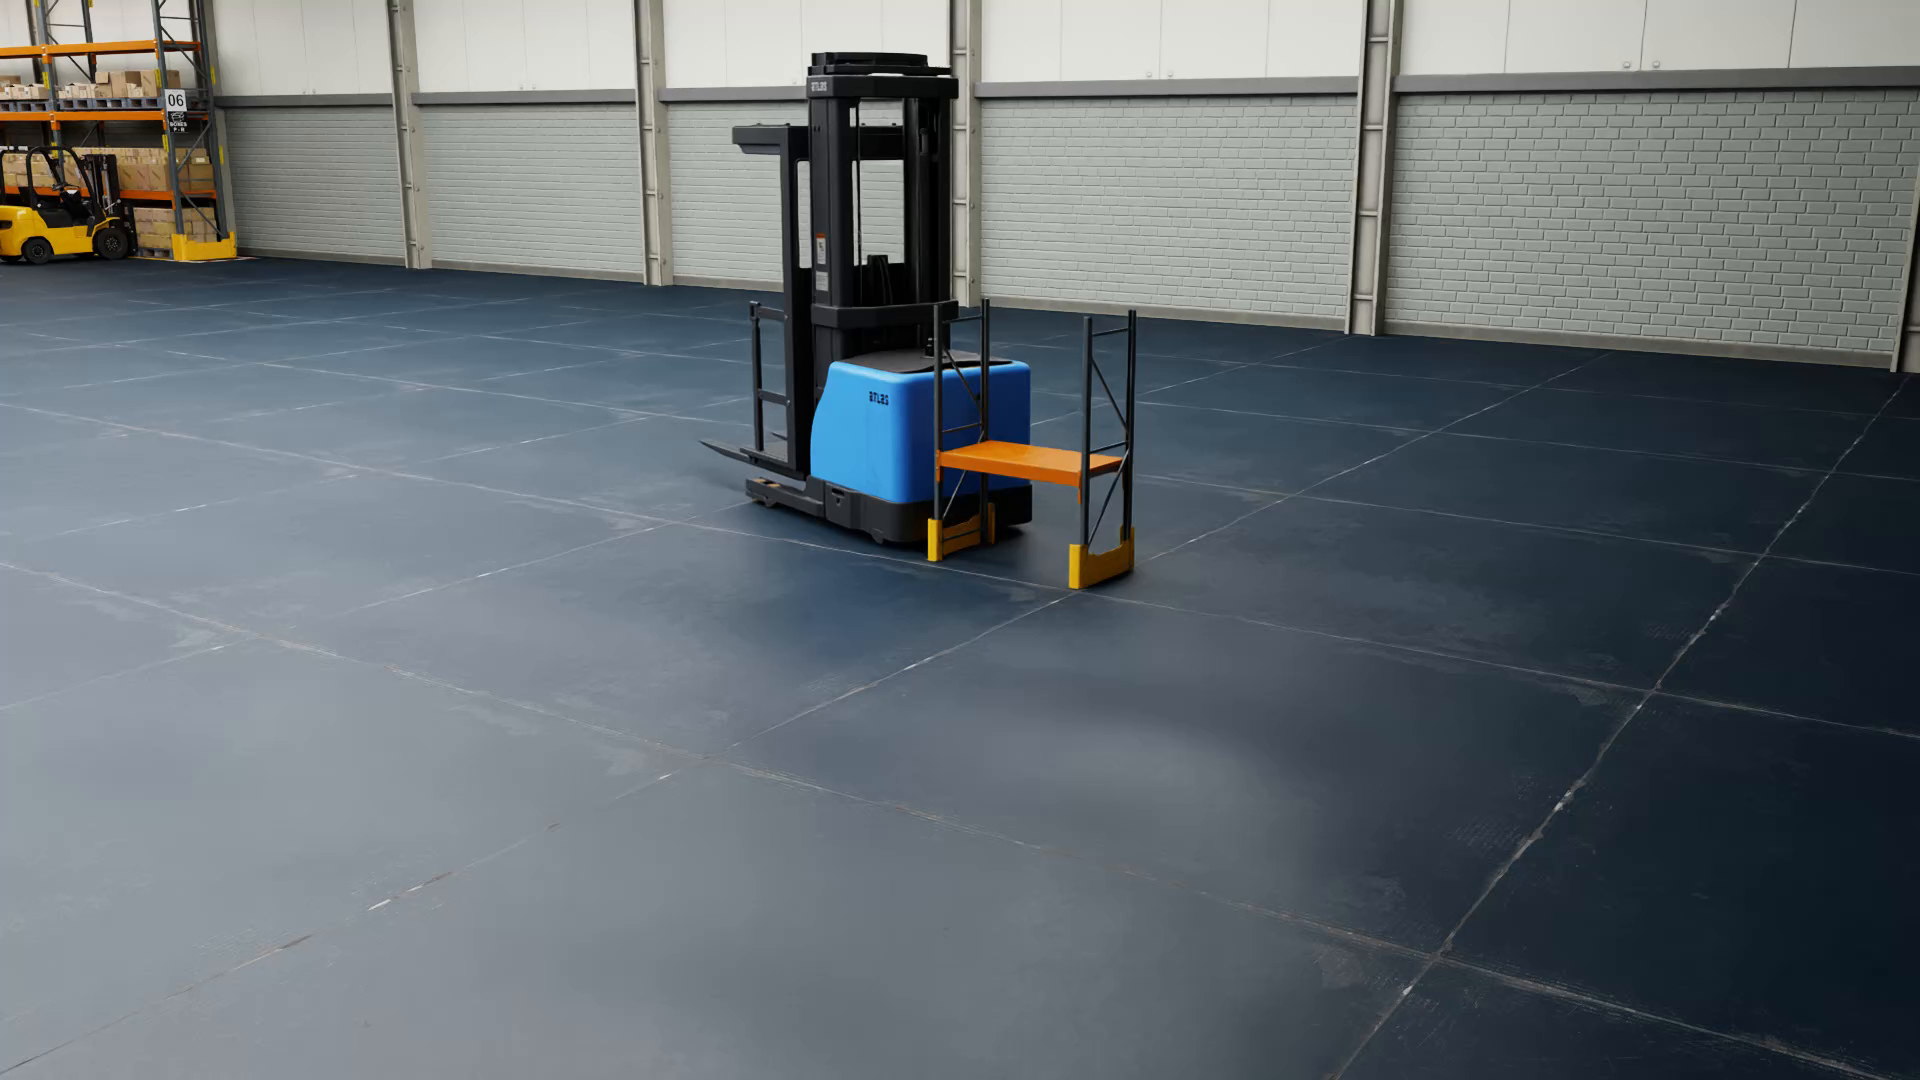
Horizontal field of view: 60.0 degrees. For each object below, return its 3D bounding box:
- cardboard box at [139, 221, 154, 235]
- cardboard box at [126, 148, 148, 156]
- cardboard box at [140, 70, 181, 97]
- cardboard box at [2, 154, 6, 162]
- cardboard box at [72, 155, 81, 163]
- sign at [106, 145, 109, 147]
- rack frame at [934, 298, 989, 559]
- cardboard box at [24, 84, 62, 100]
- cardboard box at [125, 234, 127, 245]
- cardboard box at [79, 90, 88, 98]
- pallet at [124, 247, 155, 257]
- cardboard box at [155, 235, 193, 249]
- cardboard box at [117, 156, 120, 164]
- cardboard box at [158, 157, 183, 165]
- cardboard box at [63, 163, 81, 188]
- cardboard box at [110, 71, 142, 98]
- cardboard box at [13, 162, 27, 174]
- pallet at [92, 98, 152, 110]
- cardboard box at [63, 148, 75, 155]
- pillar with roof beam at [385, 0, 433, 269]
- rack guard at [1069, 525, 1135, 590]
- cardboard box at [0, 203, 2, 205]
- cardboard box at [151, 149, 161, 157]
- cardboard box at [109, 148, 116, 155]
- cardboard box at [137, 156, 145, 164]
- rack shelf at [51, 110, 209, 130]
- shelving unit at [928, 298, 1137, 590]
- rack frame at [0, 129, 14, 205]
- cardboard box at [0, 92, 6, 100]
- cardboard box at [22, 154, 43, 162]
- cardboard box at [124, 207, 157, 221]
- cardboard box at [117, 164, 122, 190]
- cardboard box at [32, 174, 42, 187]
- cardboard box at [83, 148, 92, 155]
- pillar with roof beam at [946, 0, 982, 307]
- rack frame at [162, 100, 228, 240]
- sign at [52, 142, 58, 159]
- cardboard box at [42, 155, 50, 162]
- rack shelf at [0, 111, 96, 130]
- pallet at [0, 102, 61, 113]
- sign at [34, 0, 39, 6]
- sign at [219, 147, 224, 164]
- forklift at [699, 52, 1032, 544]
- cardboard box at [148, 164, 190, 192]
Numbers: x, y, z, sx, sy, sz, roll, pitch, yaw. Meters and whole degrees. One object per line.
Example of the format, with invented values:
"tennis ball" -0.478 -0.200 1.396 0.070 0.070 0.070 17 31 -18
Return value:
"cardboard box" -15.795 -6.159 32.768 0.500 0.250 0.500 9 17 32
"cardboard box" -16.119 -7.606 32.630 0.250 0.149 0.380 10 17 34
"cardboard box" -15.310 -8.742 31.865 0.500 0.500 0.500 10 17 35
"cardboard box" -20.268 -8.138 35.400 0.250 0.149 0.380 10 17 34
"cardboard box" -17.792 -7.745 33.810 0.250 0.149 0.380 10 17 34
"sign" -17.817 -8.081 34.758 0.005 0.325 0.100 9 17 33
"rack frame" 0.012 -0.658 9.859 0.032 1.500 0.500 10 17 36
"cardboard box" -18.862 -9.225 34.207 0.500 0.311 0.500 9 16 31
"cardboard box" -16.634 -6.047 33.355 0.500 0.250 0.500 10 17 35
"cardboard box" -17.285 -8.874 33.126 0.250 0.149 0.380 10 17 34
"pallet" -16.473 -5.879 33.633 1.213 0.211 1.003 9 17 33
"cardboard box" -15.373 -5.844 32.536 0.500 0.250 0.500 9 17 33
"cardboard box" -16.485 -7.547 33.011 0.250 0.149 0.380 9 17 32
"cardboard box" -15.251 -7.329 32.128 0.250 0.149 0.380 9 17 34
"cardboard box" -17.903 -7.448 33.960 0.500 0.500 0.500 9 16 31
"cardboard box" -16.104 -8.900 32.500 0.500 0.500 0.700 9 17 33
"cardboard box" -19.528 -7.833 34.996 0.500 0.250 0.500 10 17 34
"pallet" -16.395 -8.651 32.971 1.213 0.211 1.003 9 17 33
"cardboard box" -18.027 -7.917 33.886 0.250 0.149 0.380 10 17 34
"pillar with roof beam" -12.305 -8.497 25.920 0.400 9.000 9.100 9 17 33
"rack guard" 0.808 0.093 9.426 0.087 0.250 0.587 10 17 36
"cardboard box" -21.703 -7.485 37.296 0.250 0.149 0.380 10 17 36
"cardboard box" -15.443 -7.515 32.263 0.250 0.149 0.380 9 17 33
"cardboard box" -16.697 -7.730 33.131 0.250 0.149 0.380 9 17 33
"cardboard box" -15.860 -7.440 32.576 0.250 0.149 0.380 9 17 32
"rack shelf" -16.466 -8.350 33.066 4.000 0.370 1.077 9 17 33
"shelving unit" 0.410 -0.586 9.567 1.083 1.500 0.587 10 17 36
"rack frame" -21.445 -8.048 36.590 0.127 3.000 1.000 9 17 33
"cardboard box" -19.847 -9.288 34.799 0.250 0.149 0.380 9 16 32
"cardboard box" -19.405 -8.007 34.868 0.250 0.149 0.380 9 16 31
"cardboard box" -16.214 -6.462 32.951 0.500 0.250 0.500 9 17 34
"cardboard box" -16.635 -7.242 33.129 0.500 0.500 0.500 9 17 33
"cardboard box" -19.110 -7.520 34.771 0.500 0.250 0.500 9 17 32
"cardboard box" -17.386 -7.813 33.464 0.250 0.149 0.380 10 17 34
"pillar with roof beam" -2.348 -6.888 19.419 0.400 9.000 9.100 9 17 33
"rack frame" -14.806 -6.975 32.256 0.127 3.000 1.000 9 17 33
"sign" -18.420 -7.925 33.851 0.005 0.325 0.100 9 17 33
"cardboard box" -18.757 -7.907 34.465 0.250 0.149 0.380 9 16 32
"rack shelf" -19.785 -8.886 35.233 4.000 0.370 1.077 9 17 33
"pallet" -19.902 -9.189 35.353 1.213 0.211 1.003 10 17 35
"sign" -18.418 -10.805 33.137 0.005 0.325 0.100 9 17 33
"sign" -14.492 -7.543 32.586 0.005 0.325 0.100 9 17 33
"forklift" -0.804 -1.697 11.080 1.130 2.935 3.031 -10 17 -34
"cardboard box" -15.361 -7.037 32.299 0.500 0.500 0.500 9 16 32
